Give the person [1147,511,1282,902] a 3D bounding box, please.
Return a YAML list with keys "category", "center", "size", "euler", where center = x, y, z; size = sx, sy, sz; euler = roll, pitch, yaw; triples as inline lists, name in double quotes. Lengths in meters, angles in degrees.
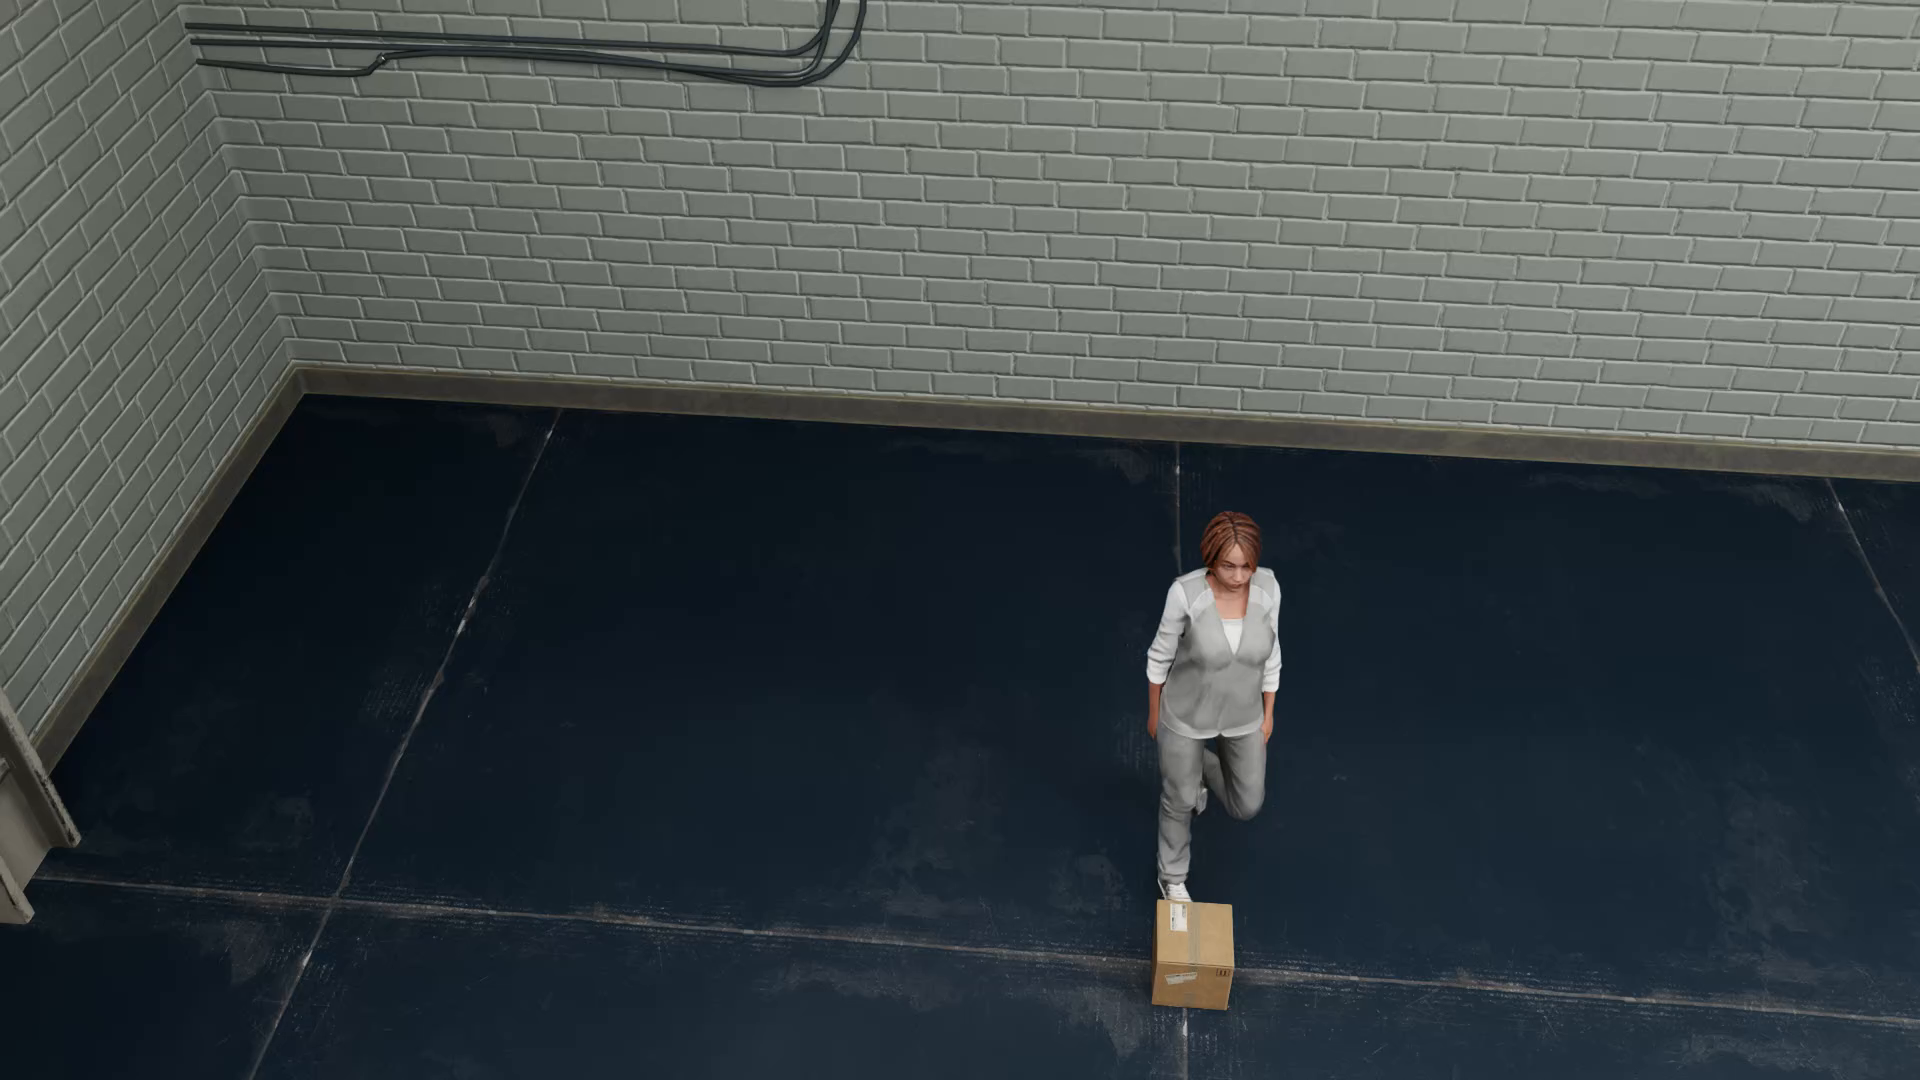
- category: "person"
  center: [0.829, 0.571, 5.492]
  size: [0.432, 1.591, 0.578]
  euler: [-6, 41, -7]
